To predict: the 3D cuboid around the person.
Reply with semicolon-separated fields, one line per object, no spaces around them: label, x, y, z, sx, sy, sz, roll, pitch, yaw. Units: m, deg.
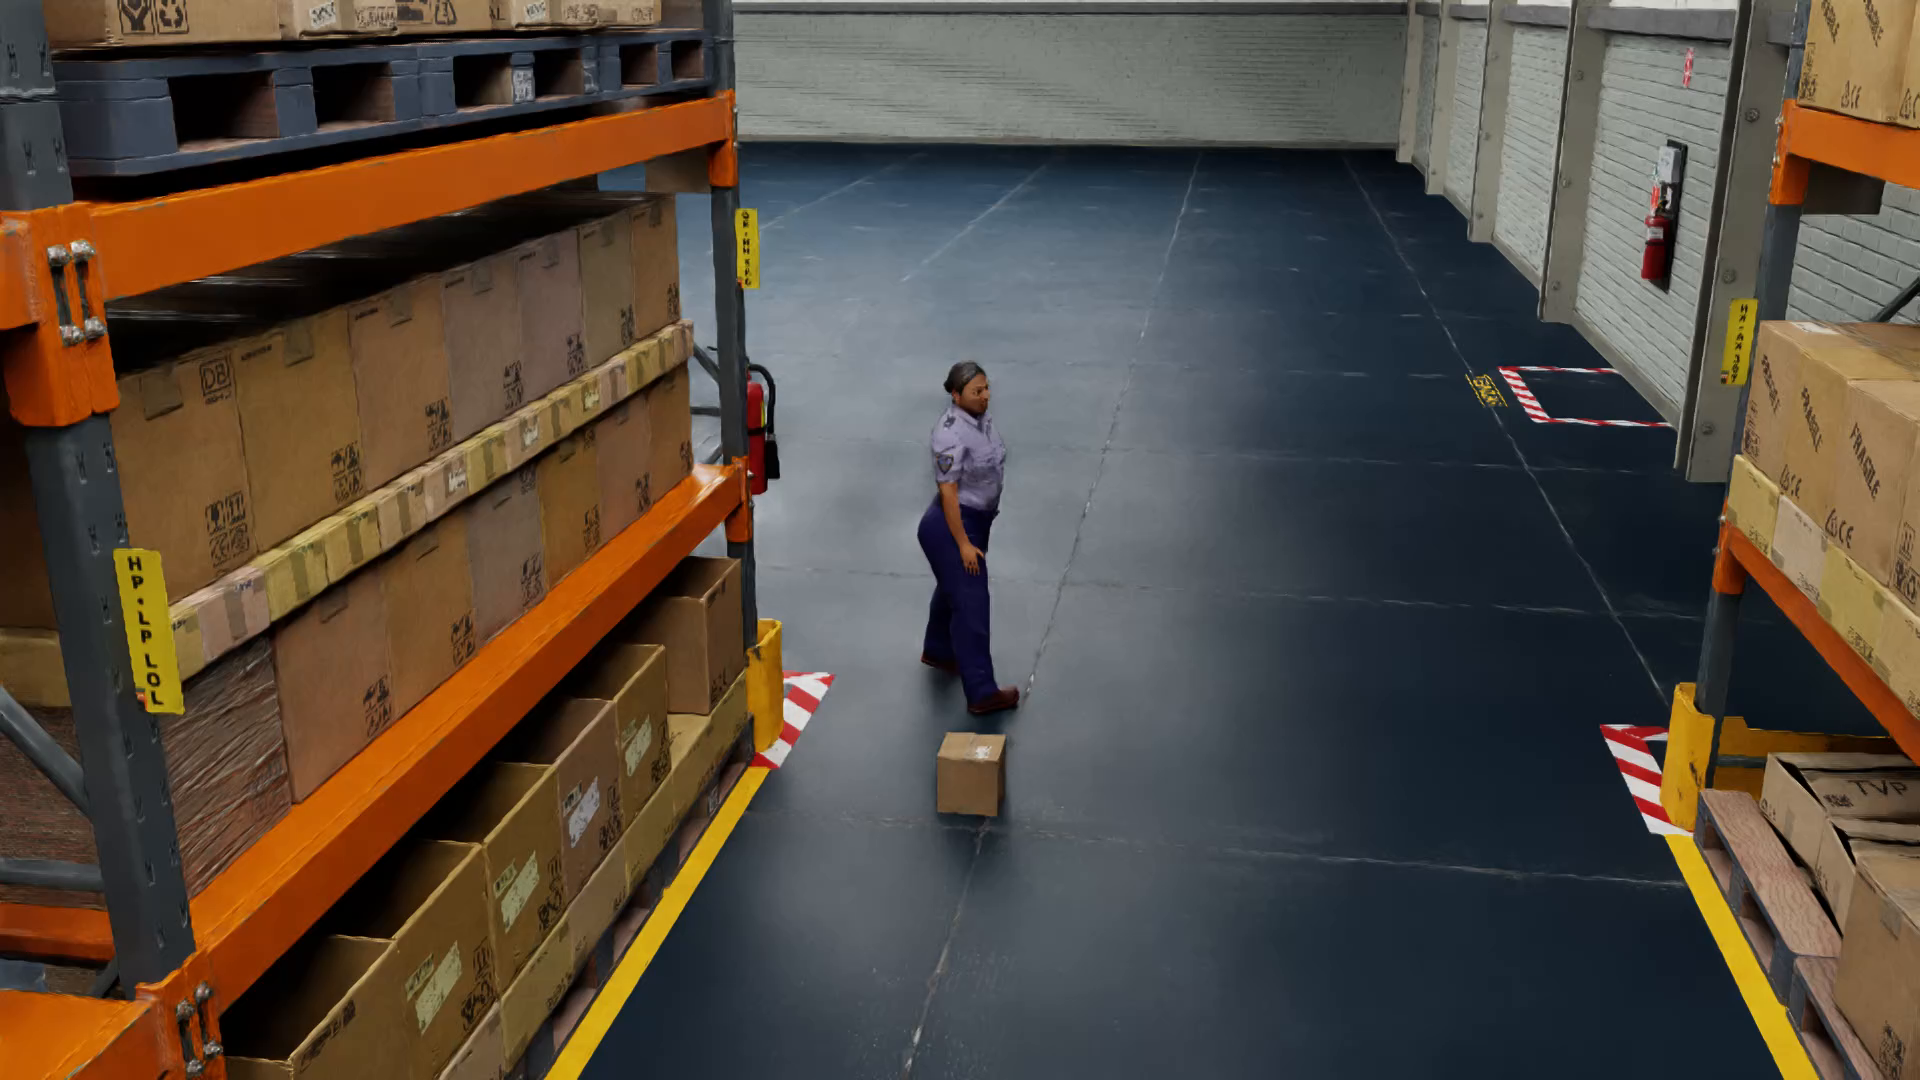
person;0.026;-0.048;7.750;0.573;1.650;0.590;5;19;14
